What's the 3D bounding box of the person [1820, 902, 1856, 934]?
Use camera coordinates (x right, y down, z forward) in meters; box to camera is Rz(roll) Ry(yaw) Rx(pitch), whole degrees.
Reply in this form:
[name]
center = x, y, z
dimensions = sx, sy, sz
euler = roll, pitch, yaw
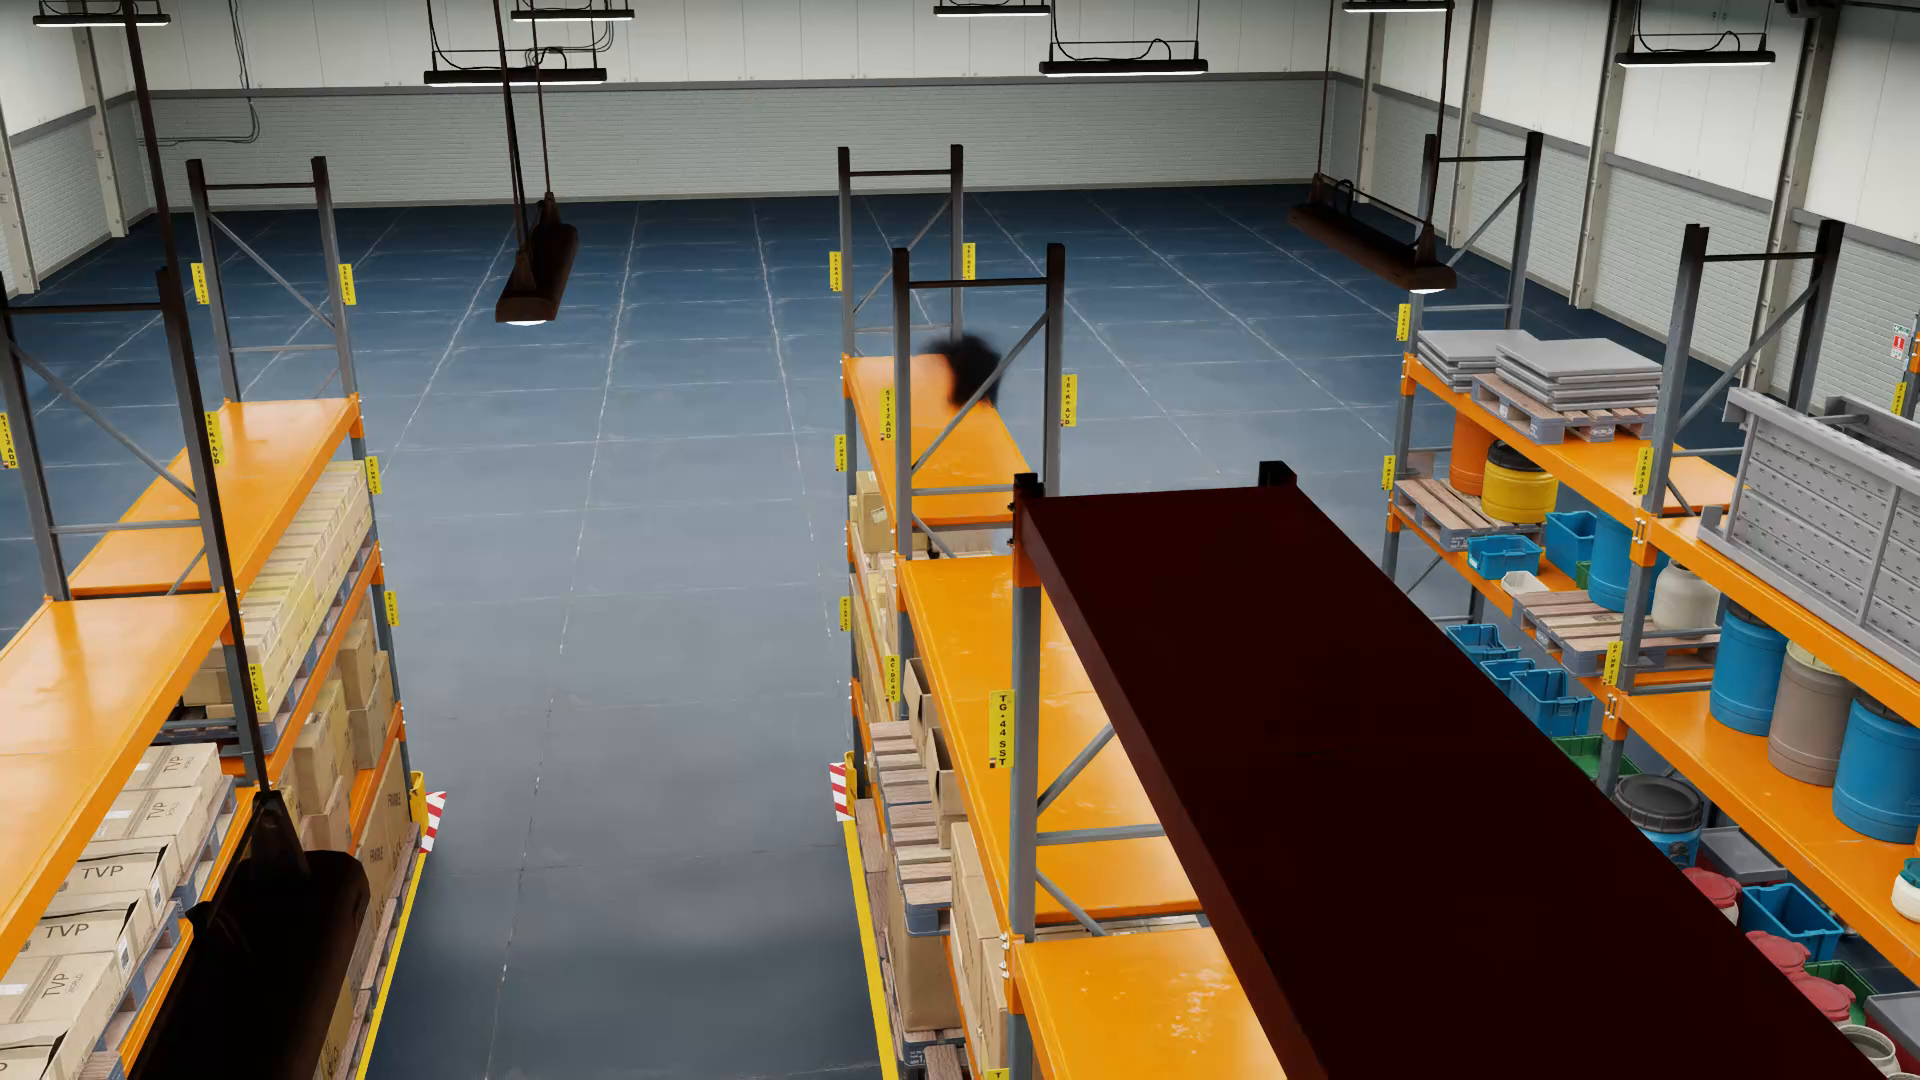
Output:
[person]
center = 7.137, 2.357, 13.419
dimensions = 0.565, 1.678, 0.672
euler = -4, 22, -9
